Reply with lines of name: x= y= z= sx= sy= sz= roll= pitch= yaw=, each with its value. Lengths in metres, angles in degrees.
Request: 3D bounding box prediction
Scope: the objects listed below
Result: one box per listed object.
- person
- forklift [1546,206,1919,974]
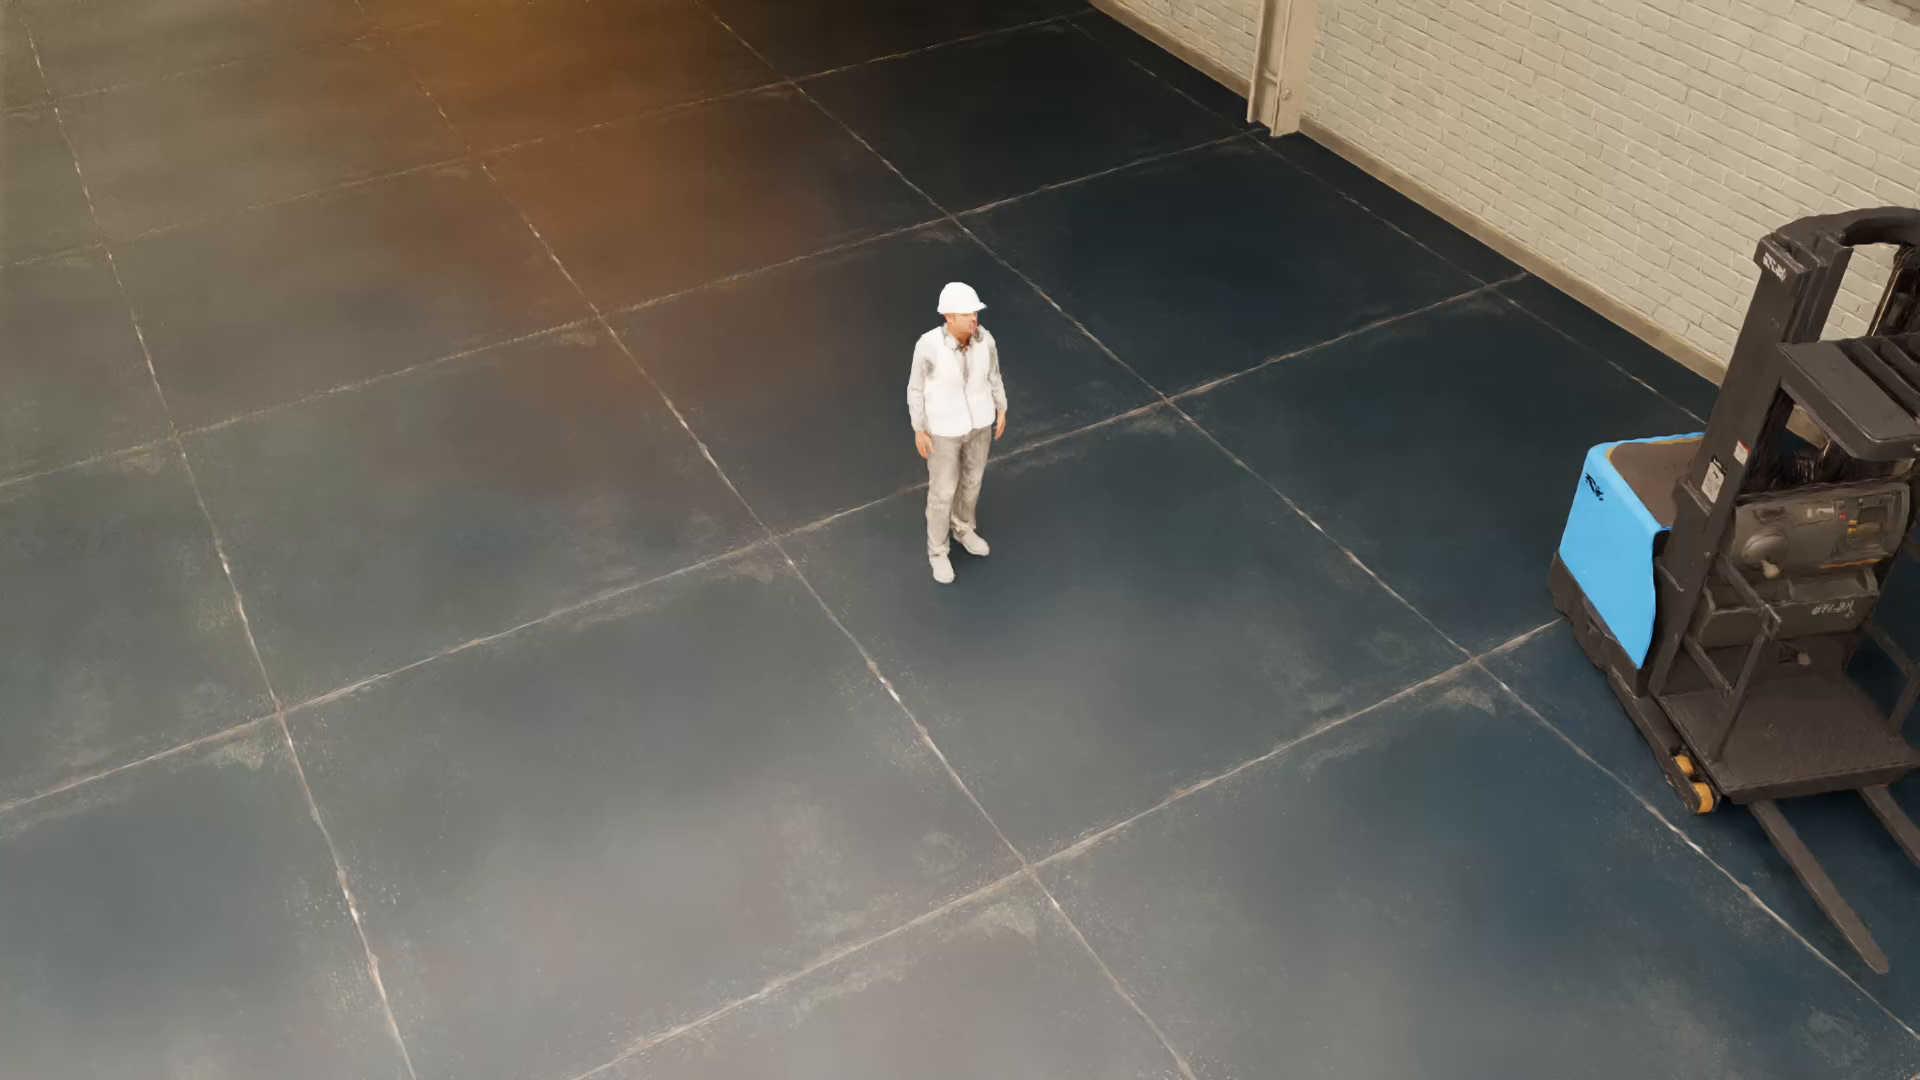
person: x=0.024 y=-0.651 z=9.716 sx=0.632 sy=1.773 sz=0.567 roll=-20 pitch=44 yaw=-23
forklift: x=4.258 y=0.034 z=7.995 sx=1.130 sy=2.935 sz=3.031 roll=-7 pitch=40 yaw=-8
